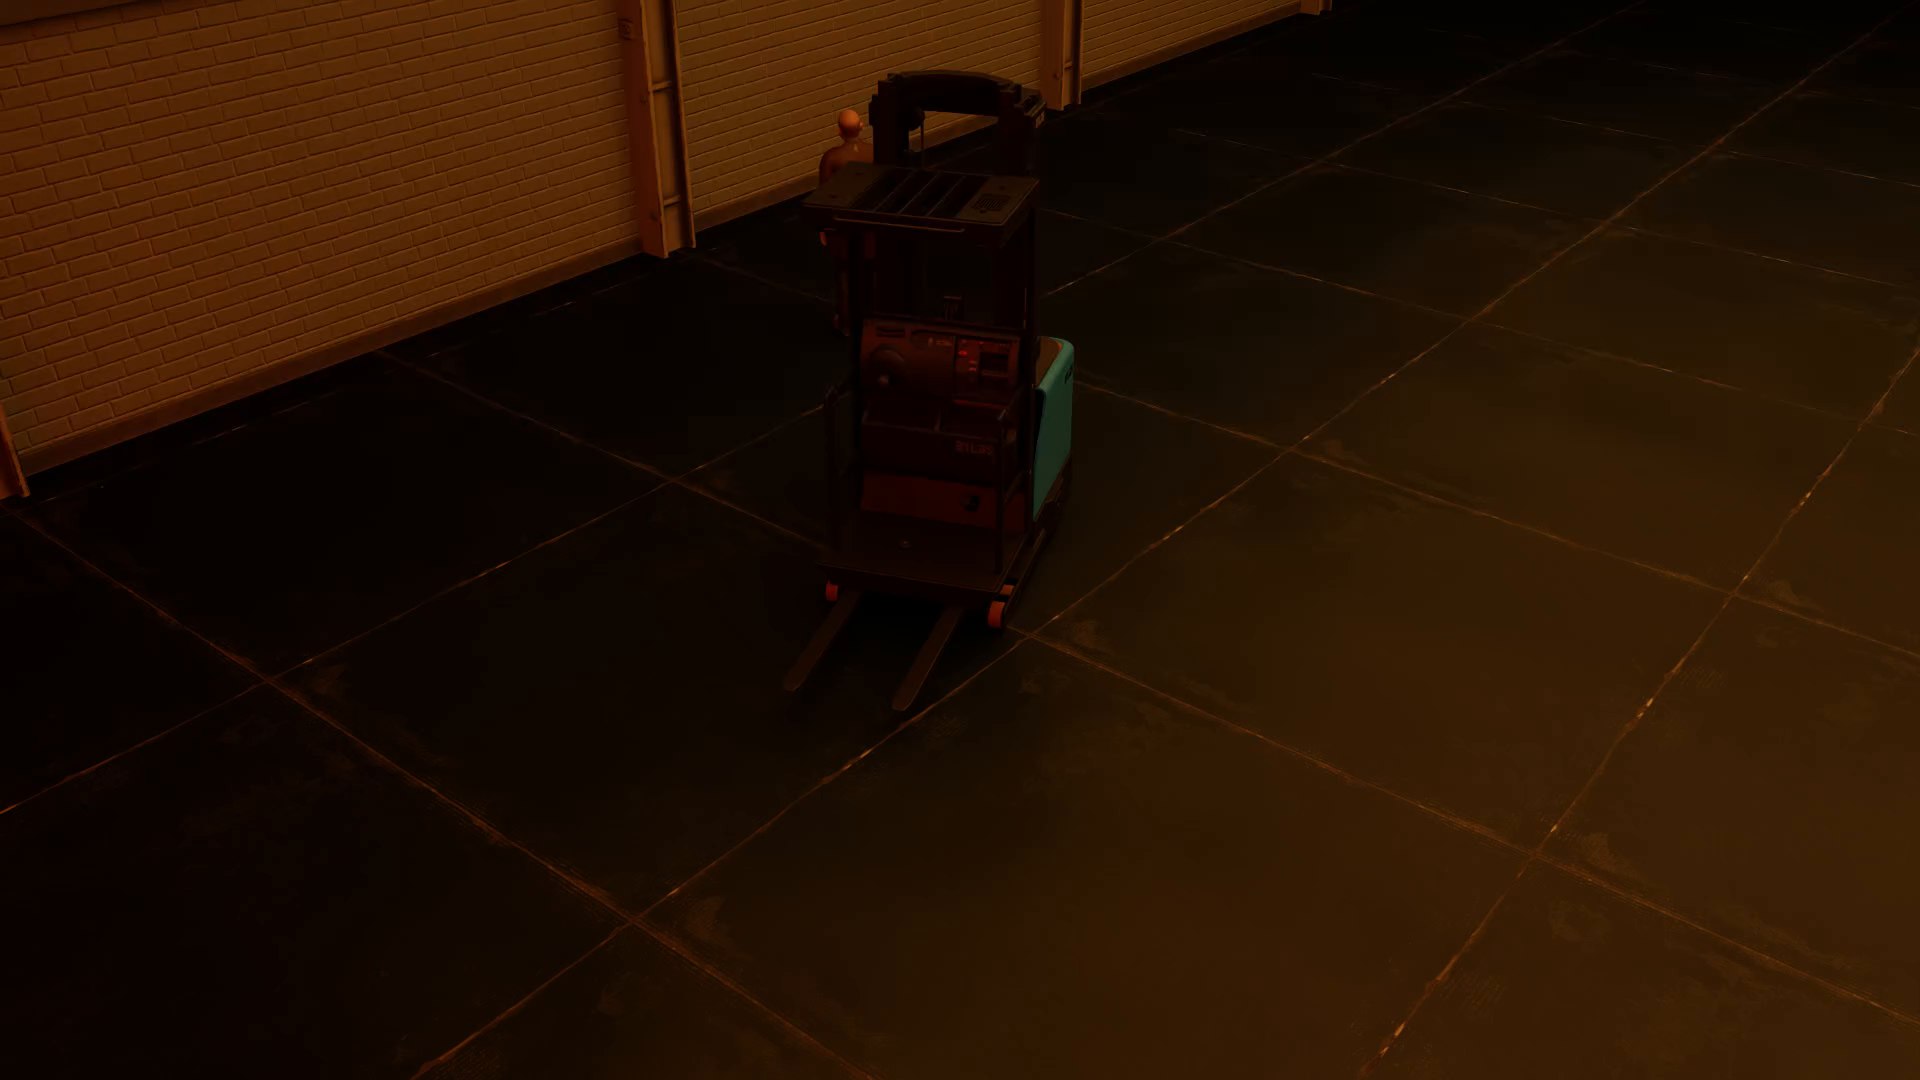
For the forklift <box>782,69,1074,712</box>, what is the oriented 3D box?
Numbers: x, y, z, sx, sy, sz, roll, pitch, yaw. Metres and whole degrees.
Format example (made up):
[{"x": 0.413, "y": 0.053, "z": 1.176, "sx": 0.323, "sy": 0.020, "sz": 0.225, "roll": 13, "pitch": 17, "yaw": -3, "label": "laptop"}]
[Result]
[{"x": -0.176, "y": -0.972, "z": 9.258, "sx": 1.130, "sy": 2.935, "sz": 3.031, "roll": 9, "pitch": 31, "yaw": 14, "label": "forklift"}]

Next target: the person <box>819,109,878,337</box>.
[{"x": -0.805, "y": -2.459, "z": 12.952, "sx": 0.643, "sy": 1.772, "sz": 0.435, "roll": -7, "pitch": 31, "yaw": -12, "label": "person"}]
